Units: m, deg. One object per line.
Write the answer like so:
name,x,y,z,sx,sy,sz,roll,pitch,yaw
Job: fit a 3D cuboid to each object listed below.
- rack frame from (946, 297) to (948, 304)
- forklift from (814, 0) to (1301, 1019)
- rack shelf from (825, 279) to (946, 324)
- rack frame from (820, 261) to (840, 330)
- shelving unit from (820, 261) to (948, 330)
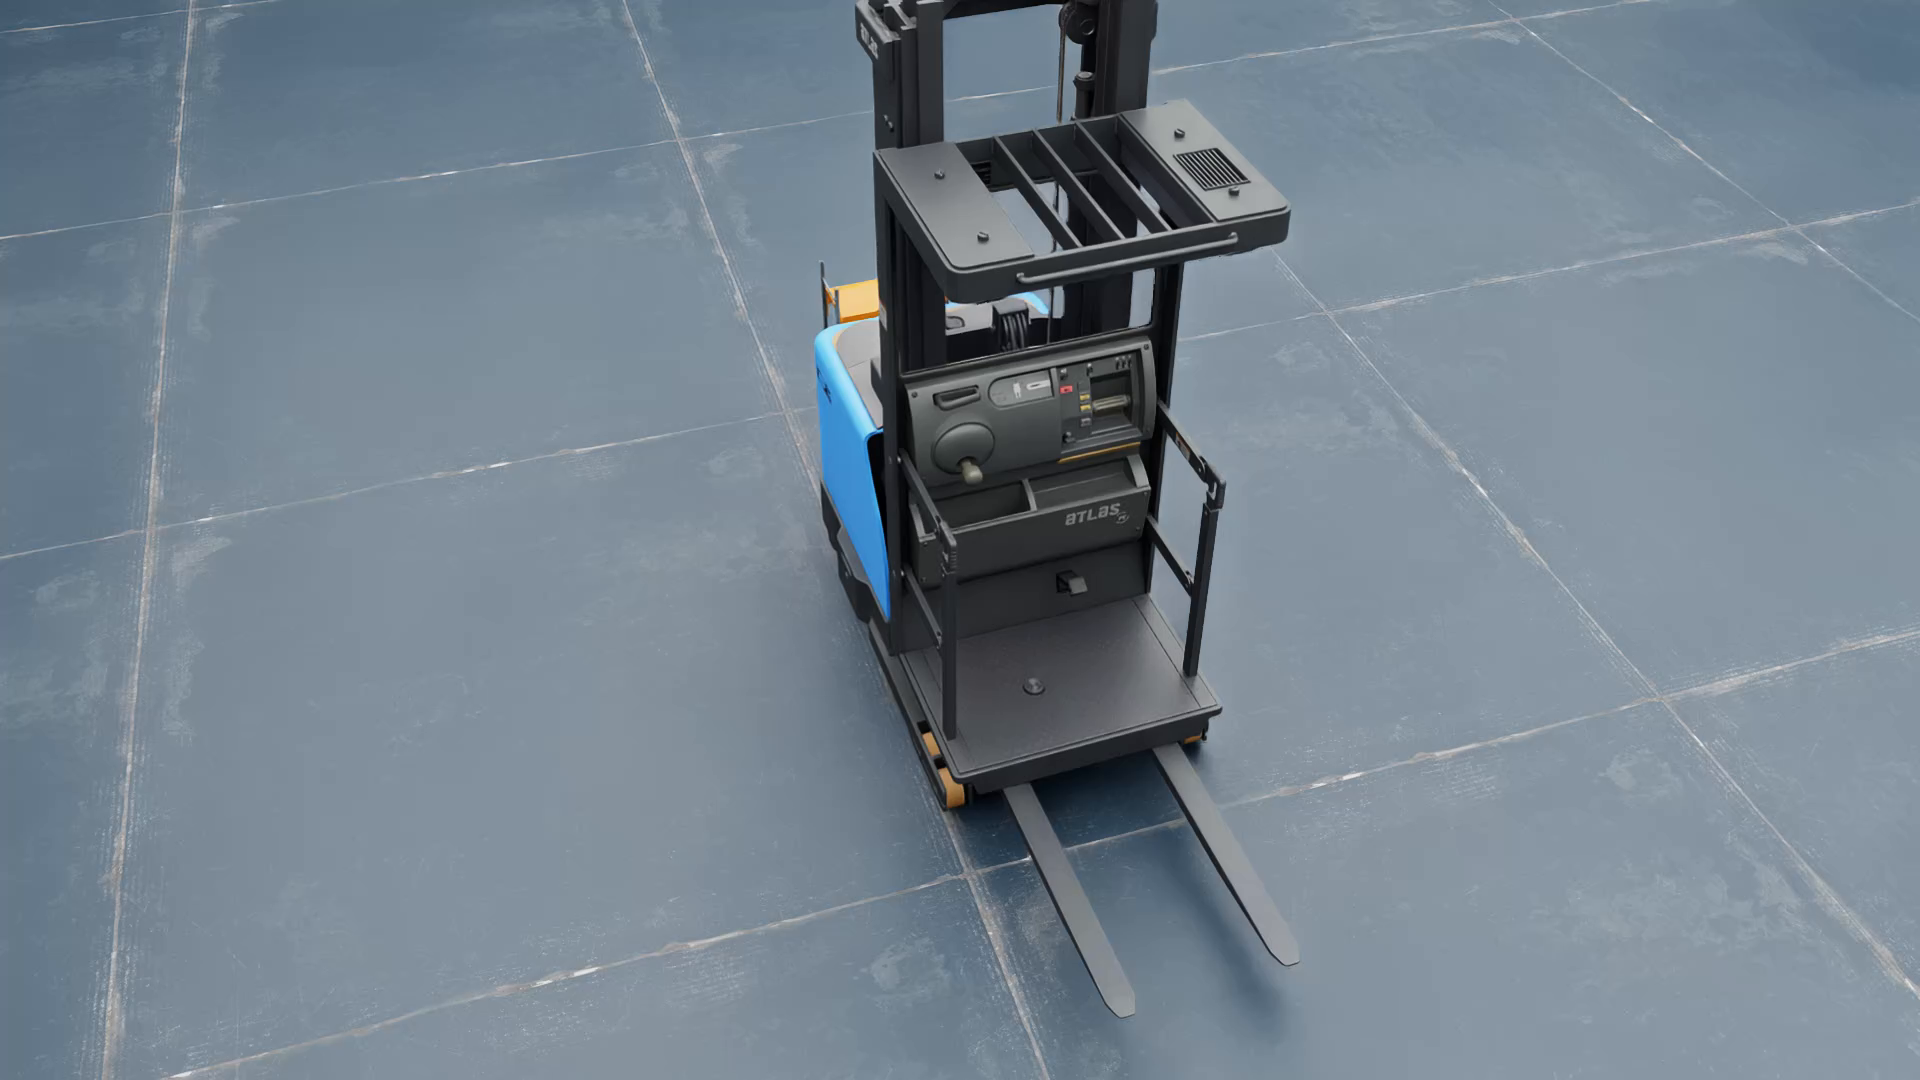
rack frame,-0.098,-0.782,7.583,0.015,1.200,0.240,-13,43,-15
forklift,0.338,-0.376,5.803,1.130,2.935,3.031,-13,43,-14
rack shelf,-0.327,-1.023,7.262,0.480,0.148,0.258,-13,43,-15
rack frame,-0.557,-0.673,7.458,0.015,1.200,0.240,-13,43,-15
shelving unit,-0.327,-0.728,7.520,0.503,1.200,0.258,-13,43,-15
